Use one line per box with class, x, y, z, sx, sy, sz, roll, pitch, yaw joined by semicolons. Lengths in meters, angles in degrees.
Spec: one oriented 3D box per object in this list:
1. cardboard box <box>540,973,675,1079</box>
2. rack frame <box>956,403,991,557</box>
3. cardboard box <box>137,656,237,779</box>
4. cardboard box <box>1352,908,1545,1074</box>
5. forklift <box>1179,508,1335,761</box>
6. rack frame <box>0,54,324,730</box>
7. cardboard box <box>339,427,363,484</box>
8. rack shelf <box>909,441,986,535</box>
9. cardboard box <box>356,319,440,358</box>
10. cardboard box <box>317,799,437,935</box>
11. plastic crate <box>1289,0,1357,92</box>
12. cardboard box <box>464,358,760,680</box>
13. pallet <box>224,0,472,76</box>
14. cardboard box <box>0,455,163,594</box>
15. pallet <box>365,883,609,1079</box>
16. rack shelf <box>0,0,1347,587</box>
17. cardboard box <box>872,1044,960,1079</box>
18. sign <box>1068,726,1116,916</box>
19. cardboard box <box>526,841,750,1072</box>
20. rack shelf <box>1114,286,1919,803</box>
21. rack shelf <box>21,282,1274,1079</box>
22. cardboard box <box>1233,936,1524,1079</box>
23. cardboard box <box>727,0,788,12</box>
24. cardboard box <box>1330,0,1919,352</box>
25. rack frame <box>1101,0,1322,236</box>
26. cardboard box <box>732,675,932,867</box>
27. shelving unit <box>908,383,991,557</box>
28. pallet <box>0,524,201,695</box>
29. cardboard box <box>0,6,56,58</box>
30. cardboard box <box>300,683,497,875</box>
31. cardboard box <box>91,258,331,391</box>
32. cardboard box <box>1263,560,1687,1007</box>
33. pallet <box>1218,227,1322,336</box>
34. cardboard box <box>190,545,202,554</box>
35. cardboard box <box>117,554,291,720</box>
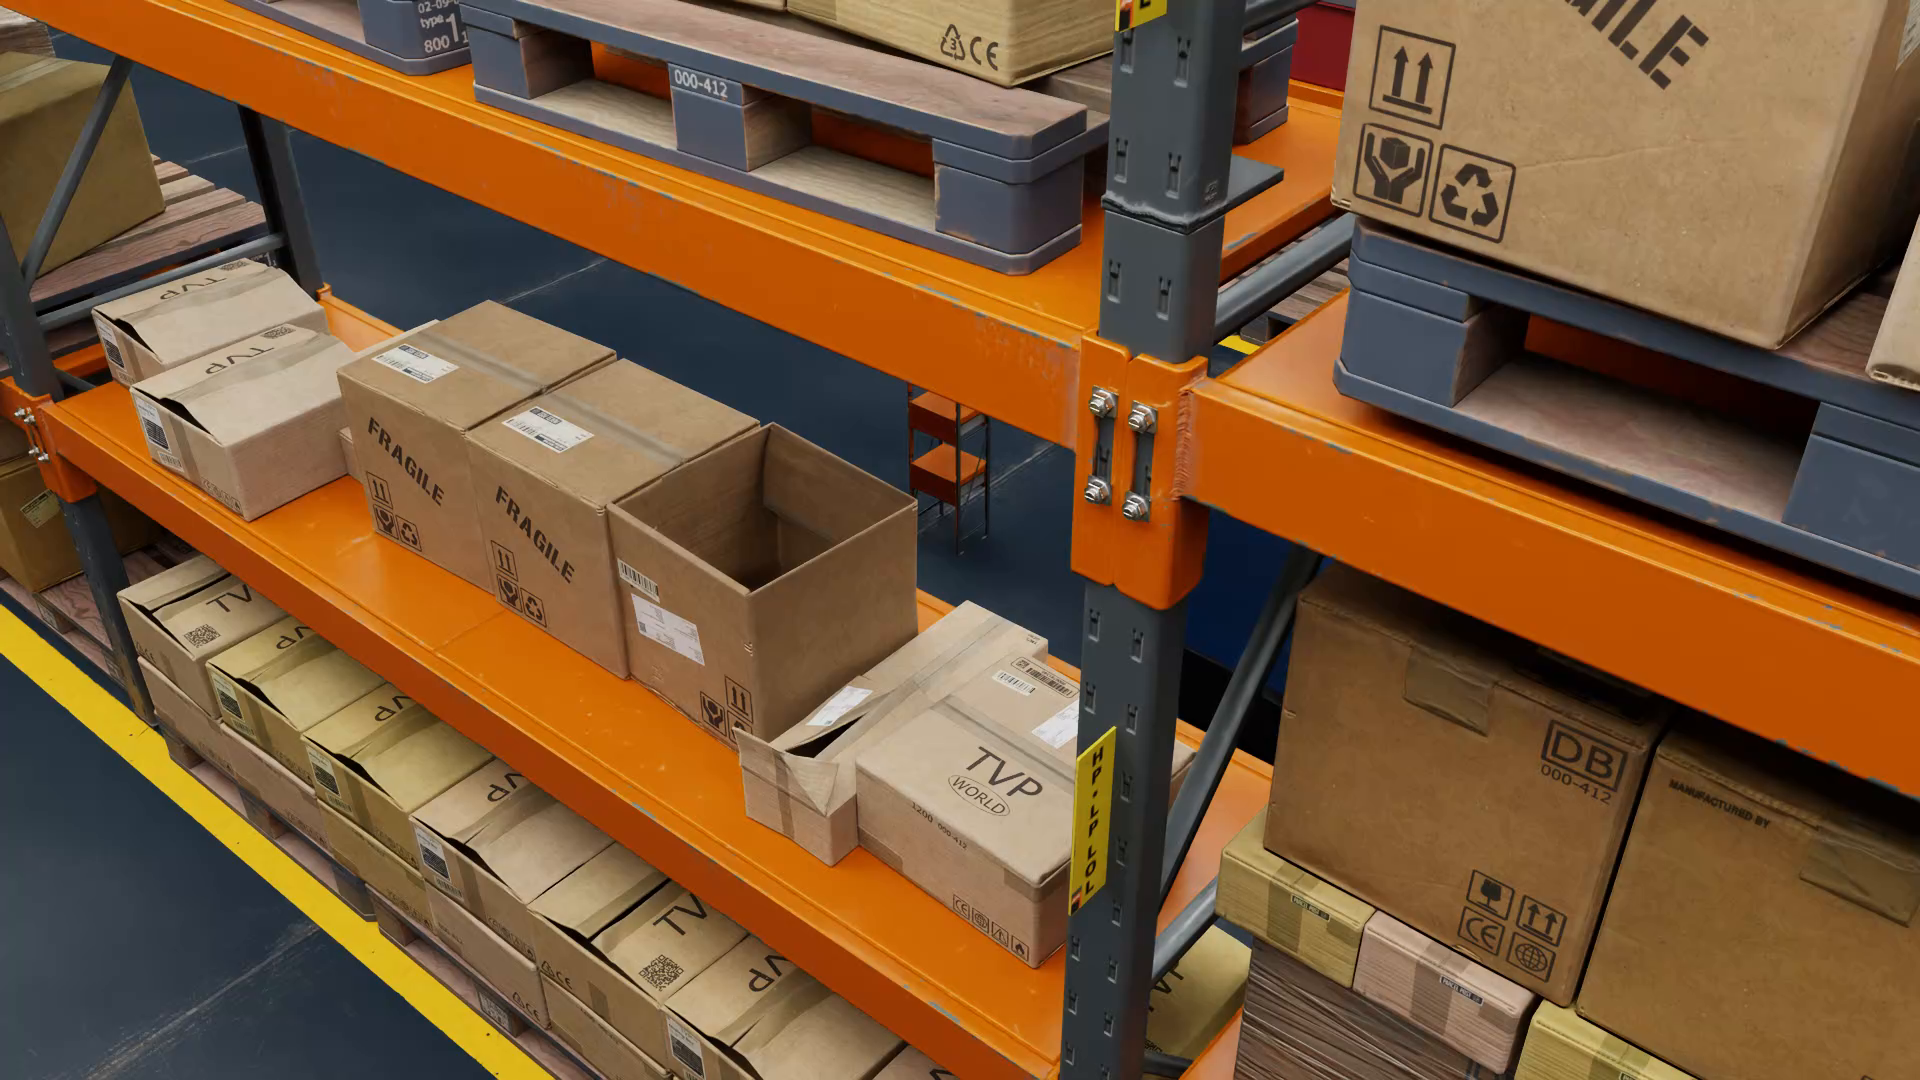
cardboard box;-0.744;1.201;4.409;0.500;0.250;0.500;26;42;33
rack frame;0.053;-0.408;6.417;0.008;1.050;0.200;25;42;32
cardboard box;-2.318;0.463;5.484;0.500;0.250;0.500;25;42;32
cardboard box;0.817;0.598;2.569;0.250;0.149;0.380;26;42;32
forklift;2.116;-0.295;4.590;3.031;2.935;1.130;27;43;34
rack frame;-2.533;-0.815;5.287;0.127;3.000;1.000;25;42;32
cardboard box;-1.517;-0.274;4.721;0.250;0.149;0.380;29;44;35
rack shelf;-0.041;-0.214;6.644;0.240;0.259;0.215;25;42;32
cardboard box;-1.665;-0.506;5.059;0.250;0.149;0.380;25;42;32
cardboard box;-1.528;0.830;4.949;0.500;0.250;0.500;24;41;31
plastic crate;1.686;-2.276;7.359;0.583;0.464;0.402;25;42;32
cardboard box;-0.828;-0.065;4.106;0.500;0.500;0.500;25;42;32
pallet;-1.093;-1.363;3.602;1.213;0.211;1.003;27;43;34
cardboard box;-3.402;-0.202;6.215;0.500;0.500;0.500;27;43;34
pallet;-0.992;1.092;4.974;1.213;0.211;1.003;25;42;32
rack shelf;-0.996;-1.030;3.587;4.000;0.370;1.077;25;42;32
cardboard box;0.047;1.341;3.710;0.500;0.311;0.500;25;42;32
sign;0.202;0.429;2.523;0.005;0.325;0.100;25;42;32
cardboard box;-0.739;0.974;4.245;0.500;0.311;0.500;25;42;32
rack shelf;2.079;0.418;1.477;4.000;0.370;1.077;25;42;32
rack shelf;-0.996;0.206;4.436;4.000;0.370;1.077;25;42;32
cardboard box;0.887;0.751;2.919;0.500;0.500;0.700;24;41;31
cardboard box;-0.350;-1.139;2.871;0.500;0.250;0.500;21;40;28
cardboard box;0.760;-0.577;1.708;0.500;0.500;0.500;29;44;35
rack frame;0.541;-1.839;1.479;0.127;3.000;1.000;25;42;32
cardboard box;-0.252;0.451;3.563;0.258;0.266;0.396;24;41;31
shelving unit;-0.041;-0.452;6.481;0.252;1.050;0.215;25;42;32
pallet;-3.082;0.048;6.494;1.213;0.211;1.003;25;42;32
cardboard box;-3.669;-1.623;6.004;0.700;0.500;0.500;-25;42;-31
cardboard box;-1.518;0.604;4.783;0.500;0.311;0.500;24;41;31
cardboard box;-2.281;-0.627;5.093;0.500;0.311;0.500;28;43;35
cardboard box;0.887;0.216;2.552;0.500;0.500;0.700;25;42;32
pallet;1.210;-1.522;8.779;1.213;0.211;1.003;25;42;32
cardboard box;-2.700;-0.255;6.291;0.500;0.500;0.500;27;43;34
cardboard box;-2.318;0.232;5.325;0.500;0.311;0.500;27;43;33
